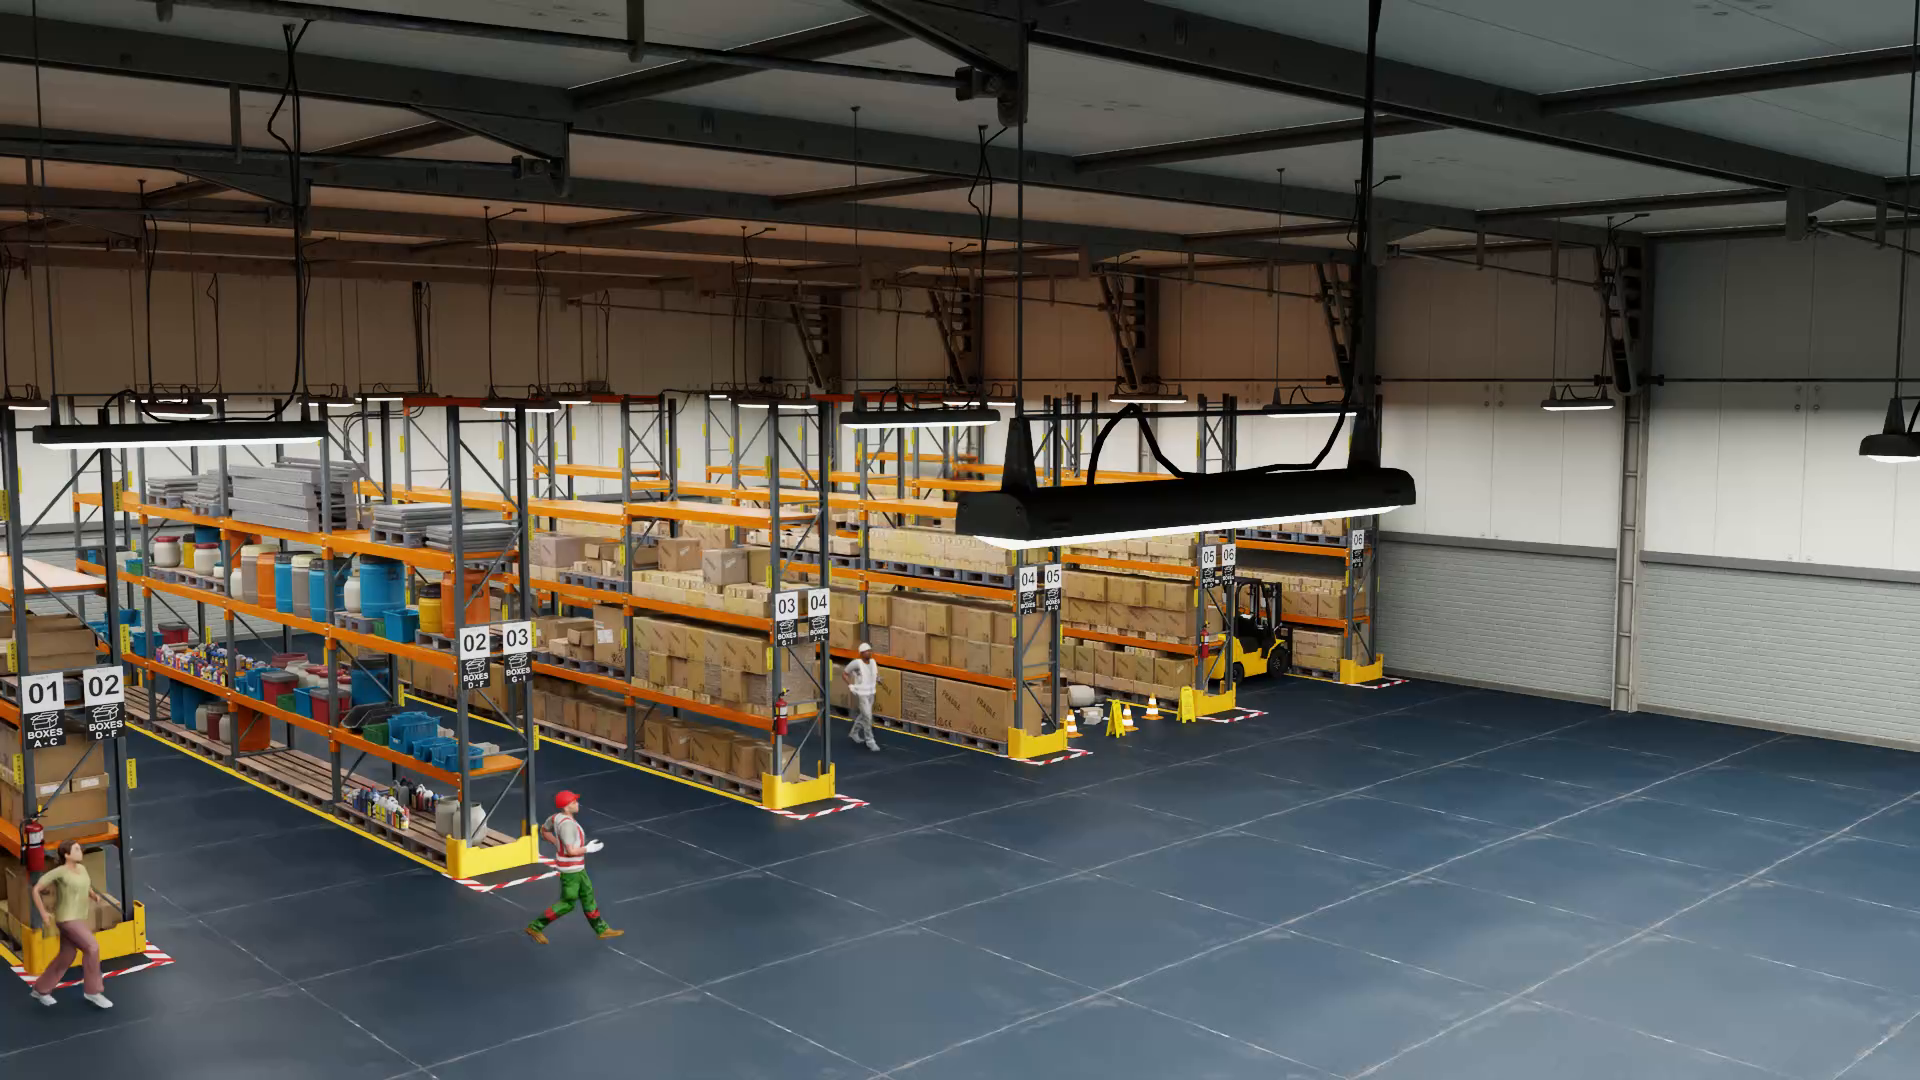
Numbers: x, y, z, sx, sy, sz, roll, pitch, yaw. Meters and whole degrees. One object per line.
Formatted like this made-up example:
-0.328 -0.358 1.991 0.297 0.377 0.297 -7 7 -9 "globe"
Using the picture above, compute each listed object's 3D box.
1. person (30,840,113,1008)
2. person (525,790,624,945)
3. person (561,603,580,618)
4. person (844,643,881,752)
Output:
-8.964 3.873 16.863 0.833 1.652 0.578 0 6 -1 "person"
-4.302 3.627 18.495 1.092 1.739 0.666 -2 6 -19 "person"
-9.688 1.604 41.320 0.537 1.345 0.625 5 8 43 "person"
-1.621 2.667 28.560 0.826 1.812 0.646 4 7 38 "person"
